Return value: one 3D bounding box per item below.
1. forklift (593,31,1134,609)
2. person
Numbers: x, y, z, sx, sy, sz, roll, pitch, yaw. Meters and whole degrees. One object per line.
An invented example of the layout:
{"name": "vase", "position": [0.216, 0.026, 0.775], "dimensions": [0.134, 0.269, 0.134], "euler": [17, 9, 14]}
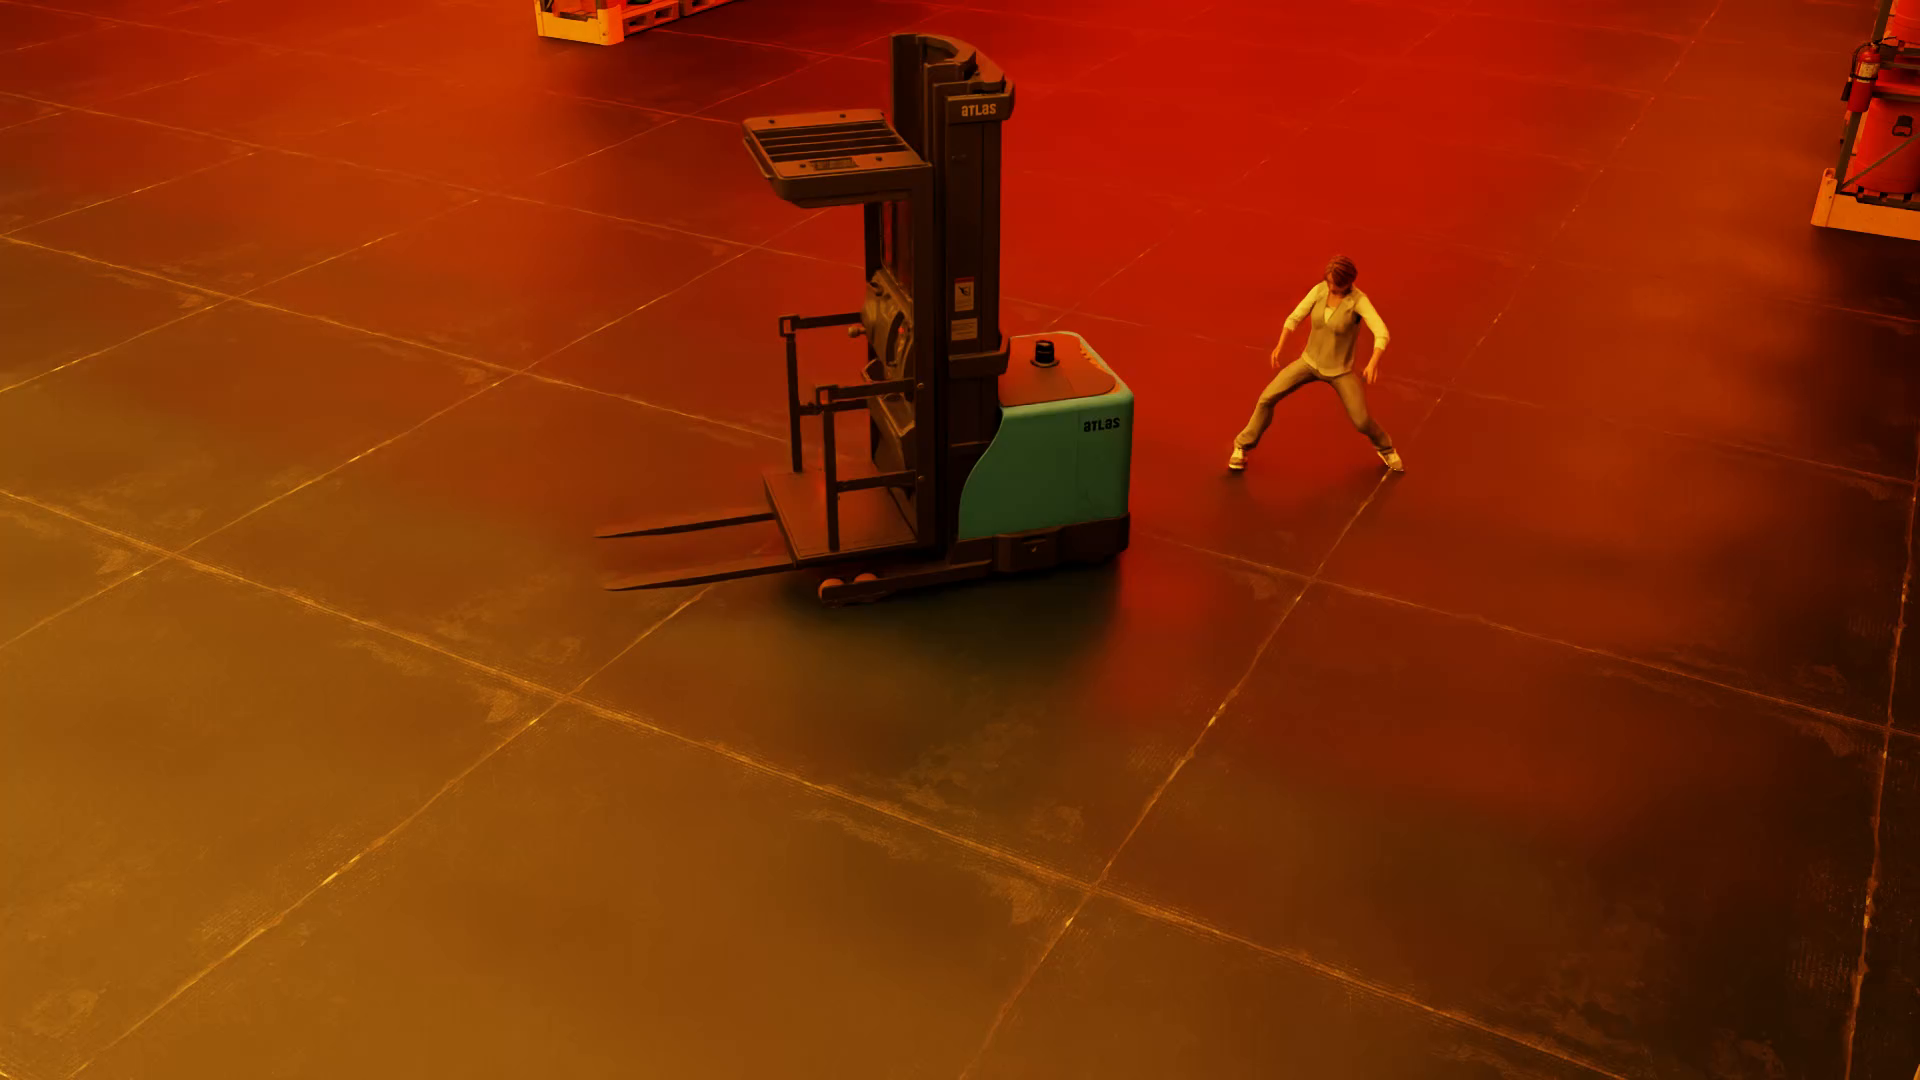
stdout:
{"name": "forklift", "position": [-0.584, -1.180, 9.115], "dimensions": [3.031, 2.935, 1.130], "euler": [-8, 31, -14]}
{"name": "person", "position": [2.318, -1.076, 10.489], "dimensions": [0.941, 1.431, 0.882], "euler": [22, 37, 33]}
